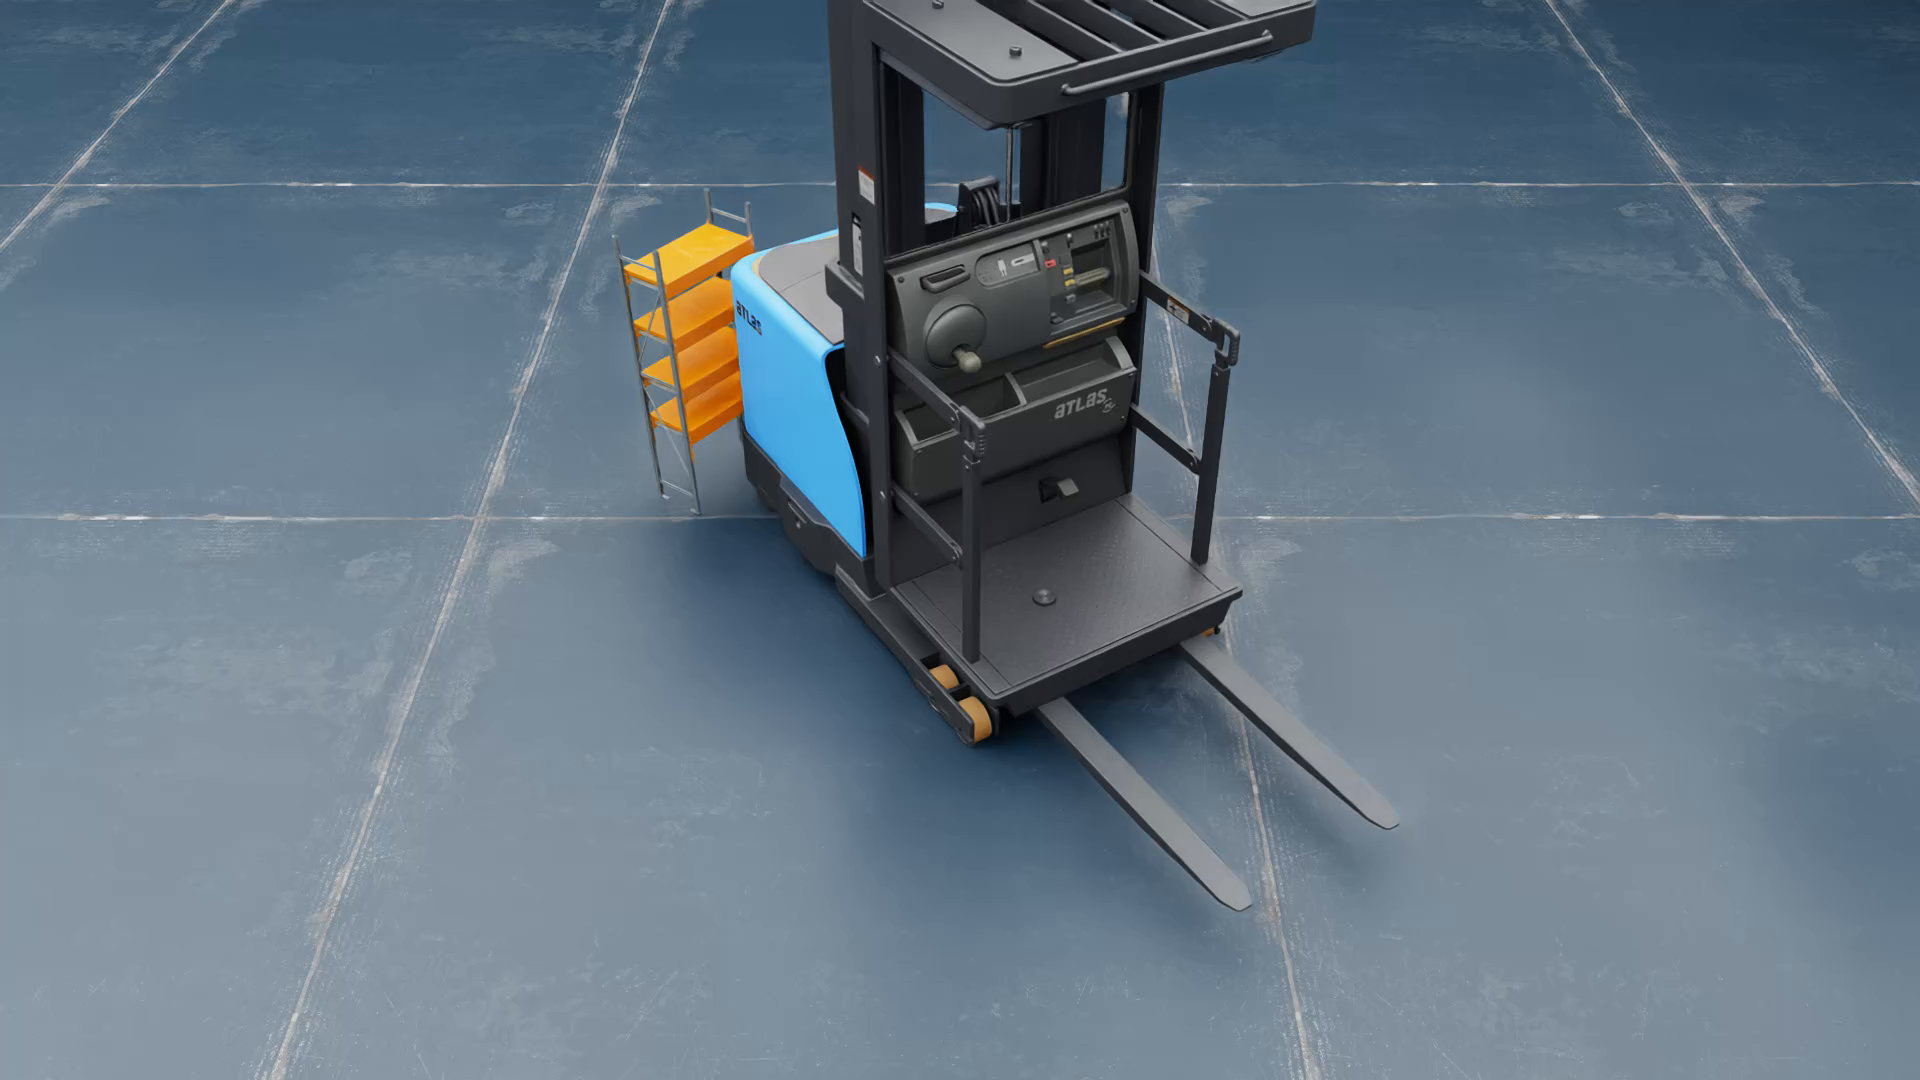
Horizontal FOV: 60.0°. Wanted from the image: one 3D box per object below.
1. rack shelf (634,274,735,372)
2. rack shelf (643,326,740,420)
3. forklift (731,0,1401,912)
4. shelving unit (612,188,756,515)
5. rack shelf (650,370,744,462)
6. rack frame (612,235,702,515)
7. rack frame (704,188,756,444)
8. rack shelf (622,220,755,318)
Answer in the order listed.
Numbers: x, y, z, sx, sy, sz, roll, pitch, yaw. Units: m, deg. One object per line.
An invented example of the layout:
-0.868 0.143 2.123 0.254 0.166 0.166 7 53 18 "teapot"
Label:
-1.045 -0.871 6.618 0.258 0.148 0.480 24 44 31 "rack shelf"
-1.036 -0.693 6.752 0.258 0.148 0.480 24 44 31 "rack shelf"
0.313 -0.764 5.359 1.130 2.935 3.031 -22 43 -25 "forklift"
-1.038 -0.746 6.712 0.258 1.200 0.503 24 44 31 "shelving unit"
-1.028 -0.534 6.871 0.258 0.148 0.480 24 44 31 "rack shelf"
-1.188 -0.626 6.561 0.240 1.200 0.015 24 44 31 "rack frame"
-0.889 -0.867 6.862 0.240 1.200 0.015 24 44 31 "rack frame"
-1.054 -1.060 6.476 0.258 0.148 0.480 24 44 31 "rack shelf"
